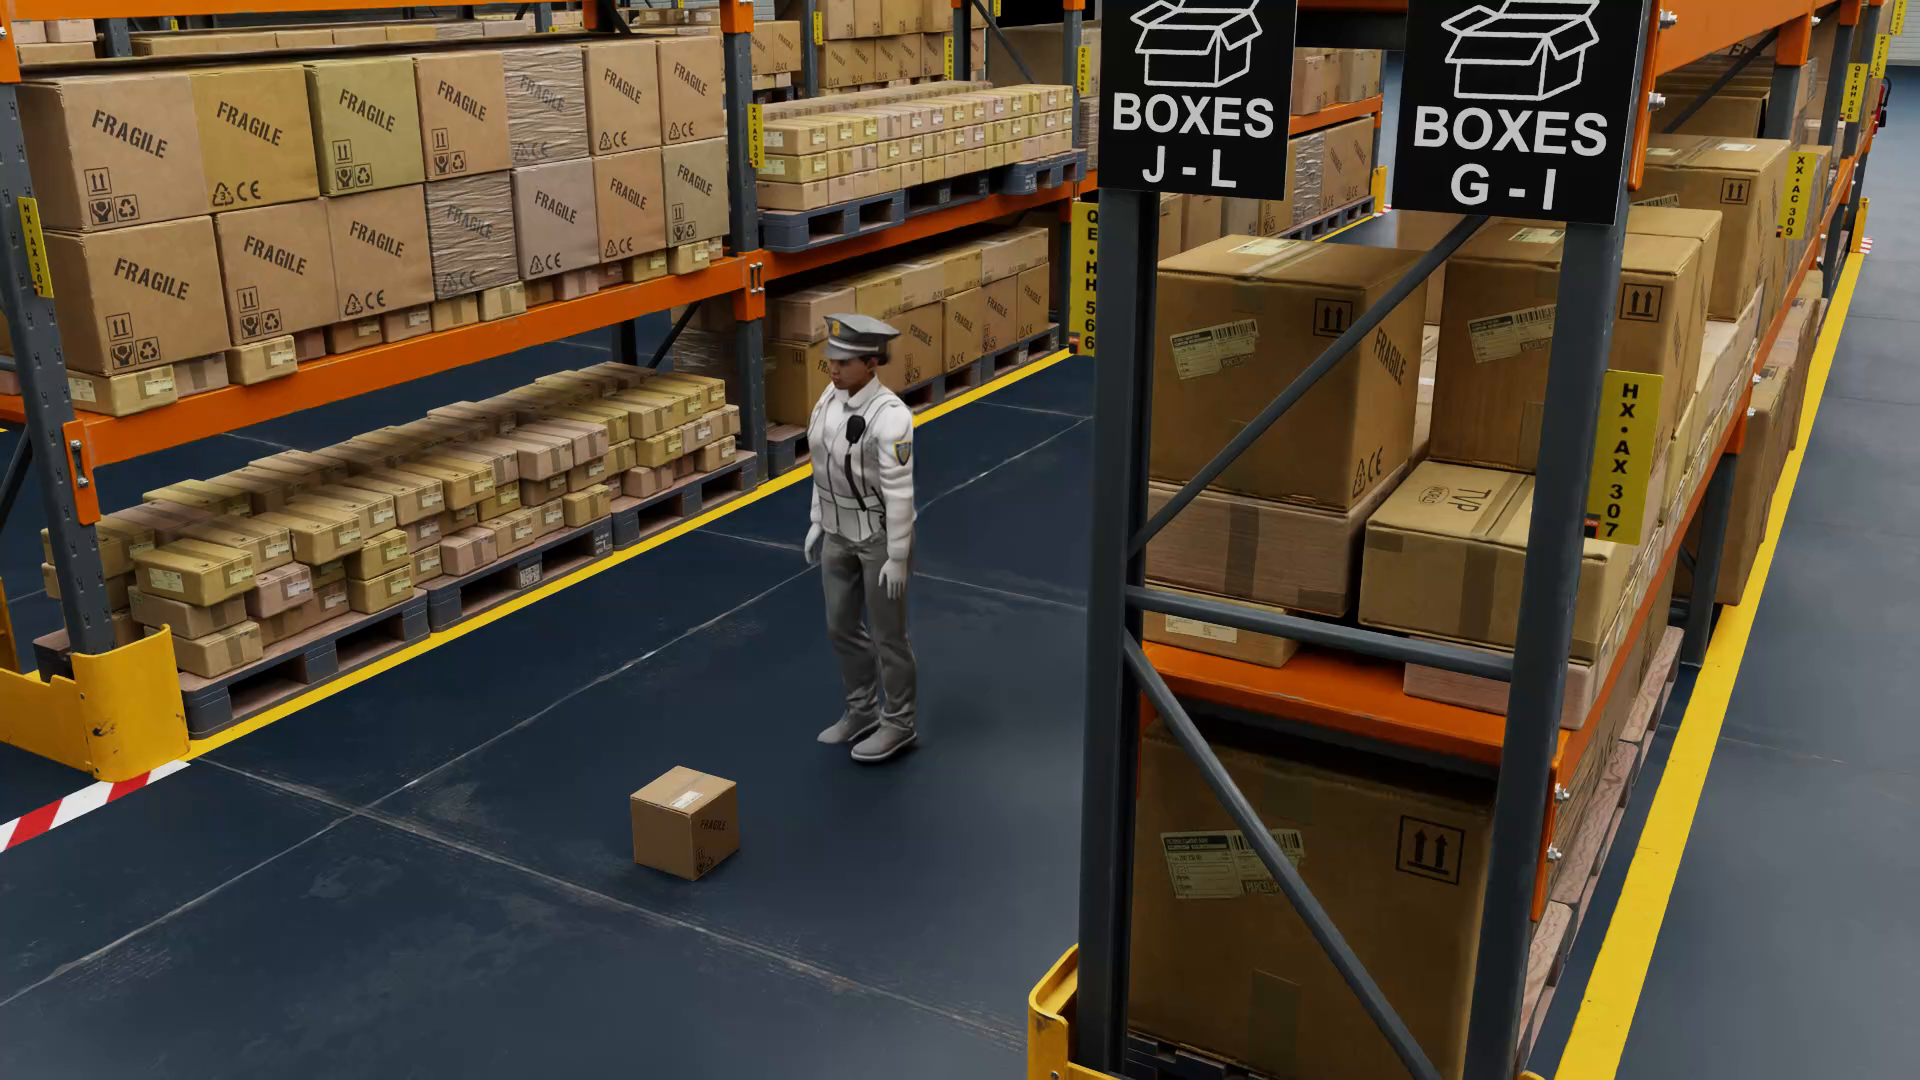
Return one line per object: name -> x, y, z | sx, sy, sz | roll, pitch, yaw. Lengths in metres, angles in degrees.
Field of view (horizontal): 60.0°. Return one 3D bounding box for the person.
person -> -0.362, 0.023, 6.014 | 0.357, 1.729, 0.499 | -18, 26, -40
